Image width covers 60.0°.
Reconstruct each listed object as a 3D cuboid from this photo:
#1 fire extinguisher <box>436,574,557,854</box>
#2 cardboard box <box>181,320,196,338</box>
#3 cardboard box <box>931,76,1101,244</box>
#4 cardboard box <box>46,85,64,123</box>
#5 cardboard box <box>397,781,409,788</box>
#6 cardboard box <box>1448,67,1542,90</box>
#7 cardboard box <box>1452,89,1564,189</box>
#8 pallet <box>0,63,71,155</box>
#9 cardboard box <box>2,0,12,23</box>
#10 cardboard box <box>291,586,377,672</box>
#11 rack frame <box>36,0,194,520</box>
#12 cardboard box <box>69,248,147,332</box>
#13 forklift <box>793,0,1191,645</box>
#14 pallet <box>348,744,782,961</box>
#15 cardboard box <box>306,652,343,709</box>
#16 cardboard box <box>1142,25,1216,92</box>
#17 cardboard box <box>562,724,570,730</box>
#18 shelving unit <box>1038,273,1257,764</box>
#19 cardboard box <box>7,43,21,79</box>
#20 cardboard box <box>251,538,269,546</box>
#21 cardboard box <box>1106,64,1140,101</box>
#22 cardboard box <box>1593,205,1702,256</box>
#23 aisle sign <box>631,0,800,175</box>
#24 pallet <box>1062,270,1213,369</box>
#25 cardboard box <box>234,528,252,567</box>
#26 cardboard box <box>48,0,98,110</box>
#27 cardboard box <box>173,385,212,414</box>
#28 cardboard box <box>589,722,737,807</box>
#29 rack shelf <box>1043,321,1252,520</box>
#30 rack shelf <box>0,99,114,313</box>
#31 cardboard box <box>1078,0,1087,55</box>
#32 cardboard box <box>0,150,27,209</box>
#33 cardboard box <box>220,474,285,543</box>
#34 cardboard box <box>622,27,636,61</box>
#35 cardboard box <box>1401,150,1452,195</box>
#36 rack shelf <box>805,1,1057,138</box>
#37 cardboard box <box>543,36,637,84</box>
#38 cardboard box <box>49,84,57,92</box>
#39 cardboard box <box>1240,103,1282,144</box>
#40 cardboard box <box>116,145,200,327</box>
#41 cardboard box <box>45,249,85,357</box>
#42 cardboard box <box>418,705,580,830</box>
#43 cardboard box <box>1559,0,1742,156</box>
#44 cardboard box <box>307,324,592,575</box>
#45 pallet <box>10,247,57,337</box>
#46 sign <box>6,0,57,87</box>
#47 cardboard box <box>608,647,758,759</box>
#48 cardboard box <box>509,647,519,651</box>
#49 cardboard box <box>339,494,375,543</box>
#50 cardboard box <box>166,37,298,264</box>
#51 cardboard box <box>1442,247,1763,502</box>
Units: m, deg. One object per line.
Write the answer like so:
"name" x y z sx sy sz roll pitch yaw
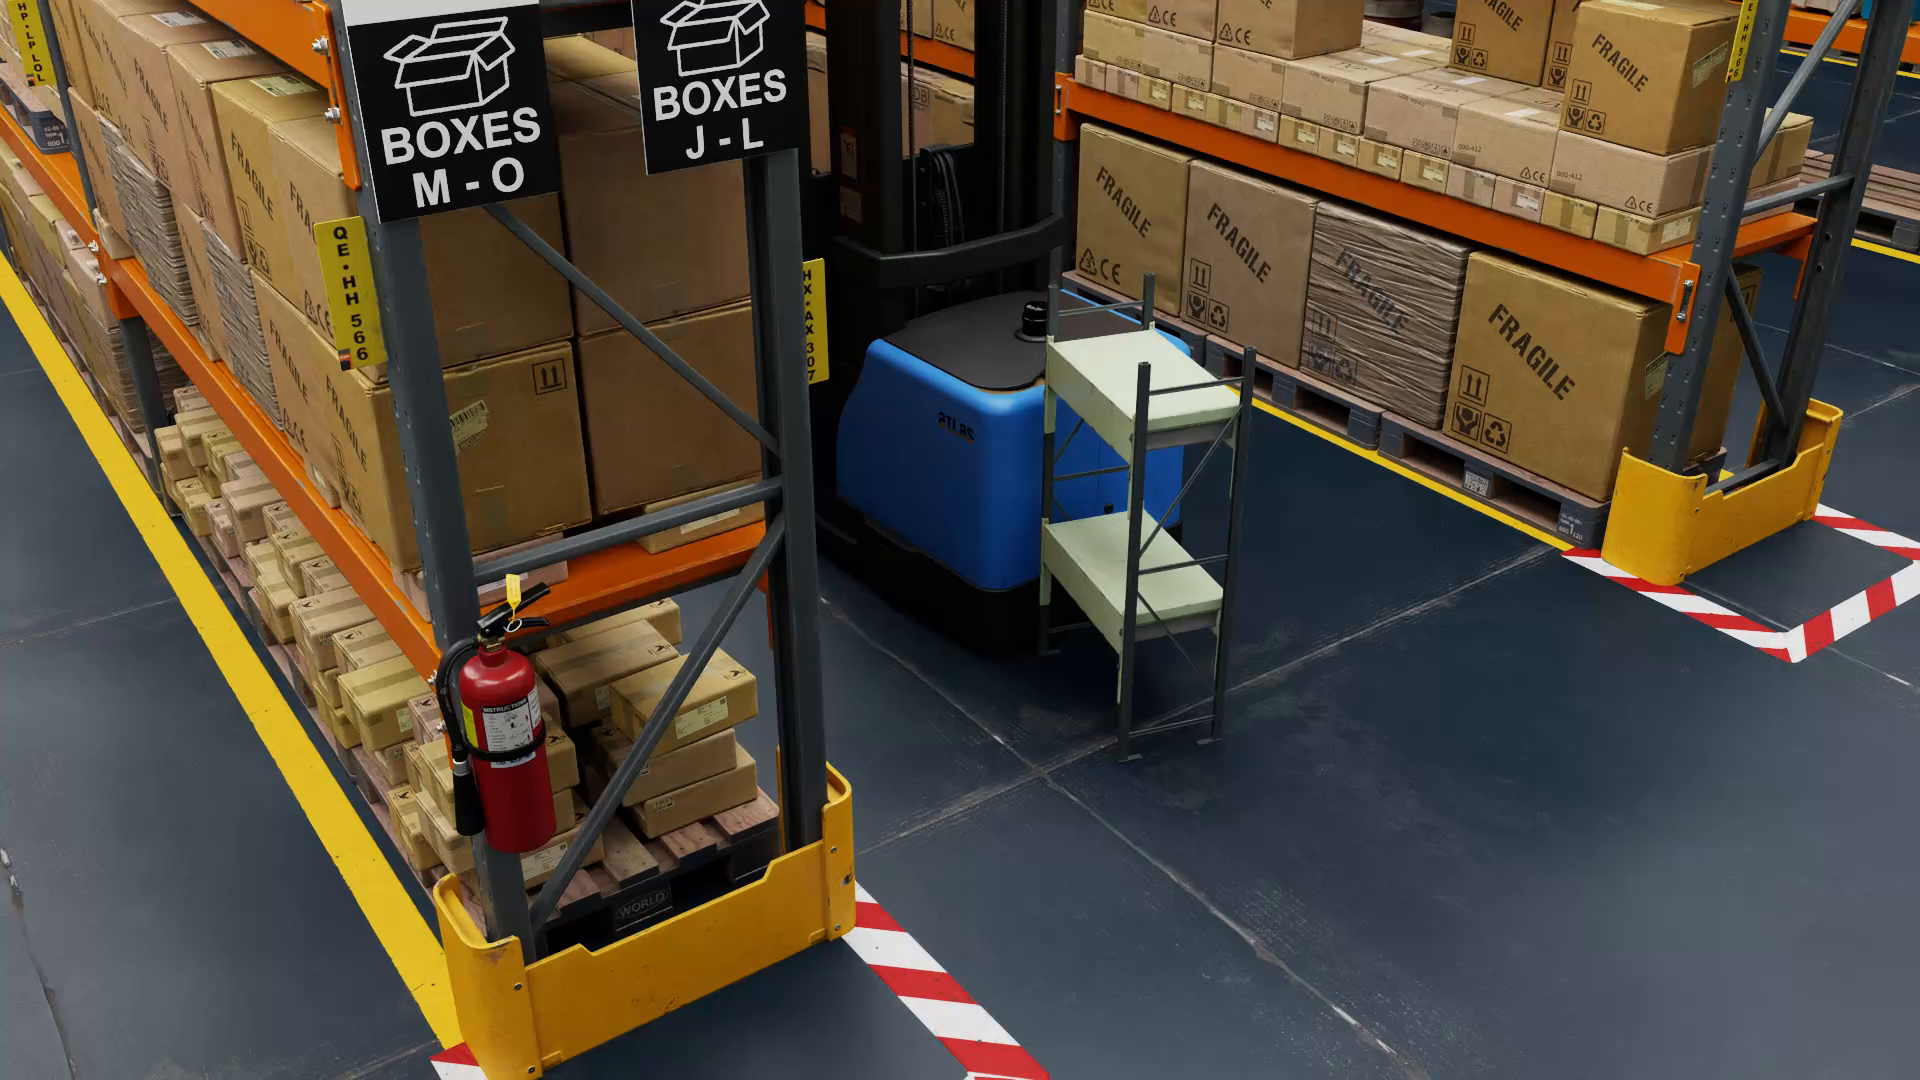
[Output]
"fire extinguisher" -1.053 0.407 3.829 0.296 0.674 0.183 -19 34 -31
"cardboard box" -2.592 -0.868 5.969 0.380 0.149 0.250 -18 33 -30
"cardboard box" 0.568 -2.399 10.311 1.225 0.875 0.875 -19 34 -30
"cardboard box" -3.975 -2.041 7.688 0.380 0.149 0.250 -21 35 -33
"cardboard box" -1.613 0.706 5.354 0.380 0.149 0.250 -19 34 -31
"cardboard box" 2.622 -2.073 7.770 0.500 0.250 0.500 -20 34 -32
"cardboard box" 2.485 -1.727 7.133 0.500 0.250 0.500 -19 34 -31
"pallet" -4.282 -2.284 8.514 1.003 0.211 1.213 -19 34 -31
"cardboard box" -4.448 -2.620 8.132 0.380 0.149 0.250 -19 34 -31
"cardboard box" -1.989 0.268 5.537 0.380 0.149 0.250 -17 33 -29
"rack frame" -3.144 -1.572 7.001 1.000 3.000 0.127 -19 34 -31
"cardboard box" -3.782 -1.207 7.722 0.500 0.250 0.500 -20 34 -32
"forklift" -0.380 -1.528 6.992 1.130 2.935 3.031 -20 34 -32
"pallet" -1.310 0.854 5.457 1.003 0.211 1.213 -19 34 -31
"cardboard box" -1.976 0.396 5.614 0.380 0.149 0.250 -18 33 -30
"cardboard box" 1.299 -2.520 8.593 0.500 0.250 0.500 -19 34 -31
"cardboard box" -1.235 0.586 5.576 0.380 0.149 0.250 -18 33 -30
"shelving unit" 0.616 -0.078 5.823 0.431 1.500 0.755 -10 30 -17
"cardboard box" -4.598 -2.456 8.452 0.380 0.149 0.250 -18 33 -30
"cardboard box" -2.509 -0.027 6.392 0.380 0.149 0.250 -17 33 -28
"cardboard box" 1.008 -2.486 8.947 0.380 0.149 0.250 -20 34 -32
"cardboard box" 2.801 -1.287 6.740 0.380 0.149 0.250 -18 33 -30
"aisle sign" -0.537 -1.214 3.618 0.394 0.787 0.004 -19 34 -31
"pallet" 1.333 -1.363 9.538 1.003 0.211 1.213 -19 34 -31
"cardboard box" -2.665 -0.002 6.658 0.380 0.149 0.250 -20 34 -32
"cardboard box" -3.080 -1.943 6.220 0.500 0.500 0.500 -18 33 -29
"cardboard box" -3.113 -0.573 7.087 0.380 0.149 0.250 -17 33 -29
"cardboard box" -0.918 0.646 5.153 0.380 0.149 0.250 -17 33 -29
"rack shelf" 0.616 -0.421 5.637 0.431 0.370 0.720 -10 30 -17
"rack shelf" -4.304 -2.033 8.604 1.077 0.370 4.000 -19 34 -31
"cardboard box" 0.462 -3.056 9.628 0.500 0.500 0.500 -19 34 -30
"cardboard box" -4.967 -2.010 9.201 0.500 0.250 0.500 -19 34 -31
"cardboard box" -2.563 -0.149 6.304 0.380 0.149 0.250 -18 33 -30
"cardboard box" -2.436 -4.241 14.074 0.700 0.500 0.500 -16 32 -27
"cardboard box" 2.207 -1.684 7.471 0.380 0.149 0.250 -20 34 -32
"rack shelf" -0.205 -3.367 11.060 1.077 0.370 4.000 -19 34 -31
"cardboard box" -1.165 -1.073 4.619 0.500 0.500 0.500 -18 33 -29
"cardboard box" -3.993 -2.181 7.634 0.380 0.149 0.250 -20 34 -32
"cardboard box" 1.608 -2.084 8.208 0.380 0.149 0.250 -18 33 -30
"cardboard box" -2.506 -1.088 5.693 0.500 0.500 0.500 -20 34 -32
"cardboard box" -4.369 -1.276 8.635 0.500 0.500 0.500 -20 34 -32
"cardboard box" -1.337 0.655 4.825 0.380 0.149 0.250 -18 33 -30
"cardboard box" 2.779 -1.861 6.594 0.500 0.500 0.500 -18 33 -30
"cardboard box" -1.294 -0.295 4.233 0.500 0.500 0.500 -18 33 -30
"pallet" -5.012 -1.597 9.969 1.003 0.211 1.213 -19 34 -31
"sign" -3.594 -1.925 6.439 0.100 0.325 0.005 -19 34 -31
"cardboard box" -0.851 0.493 5.124 0.380 0.149 0.250 -21 35 -33
"cardboard box" -1.537 0.247 5.888 0.380 0.149 0.250 -21 35 -33
"cardboard box" -1.514 -0.155 4.656 0.380 0.149 0.250 -19 34 -31
"cardboard box" -1.894 -1.136 4.735 0.500 0.500 0.500 -17 33 -28
"cardboard box" 2.839 -0.828 7.418 0.875 0.875 0.875 -19 34 -31
